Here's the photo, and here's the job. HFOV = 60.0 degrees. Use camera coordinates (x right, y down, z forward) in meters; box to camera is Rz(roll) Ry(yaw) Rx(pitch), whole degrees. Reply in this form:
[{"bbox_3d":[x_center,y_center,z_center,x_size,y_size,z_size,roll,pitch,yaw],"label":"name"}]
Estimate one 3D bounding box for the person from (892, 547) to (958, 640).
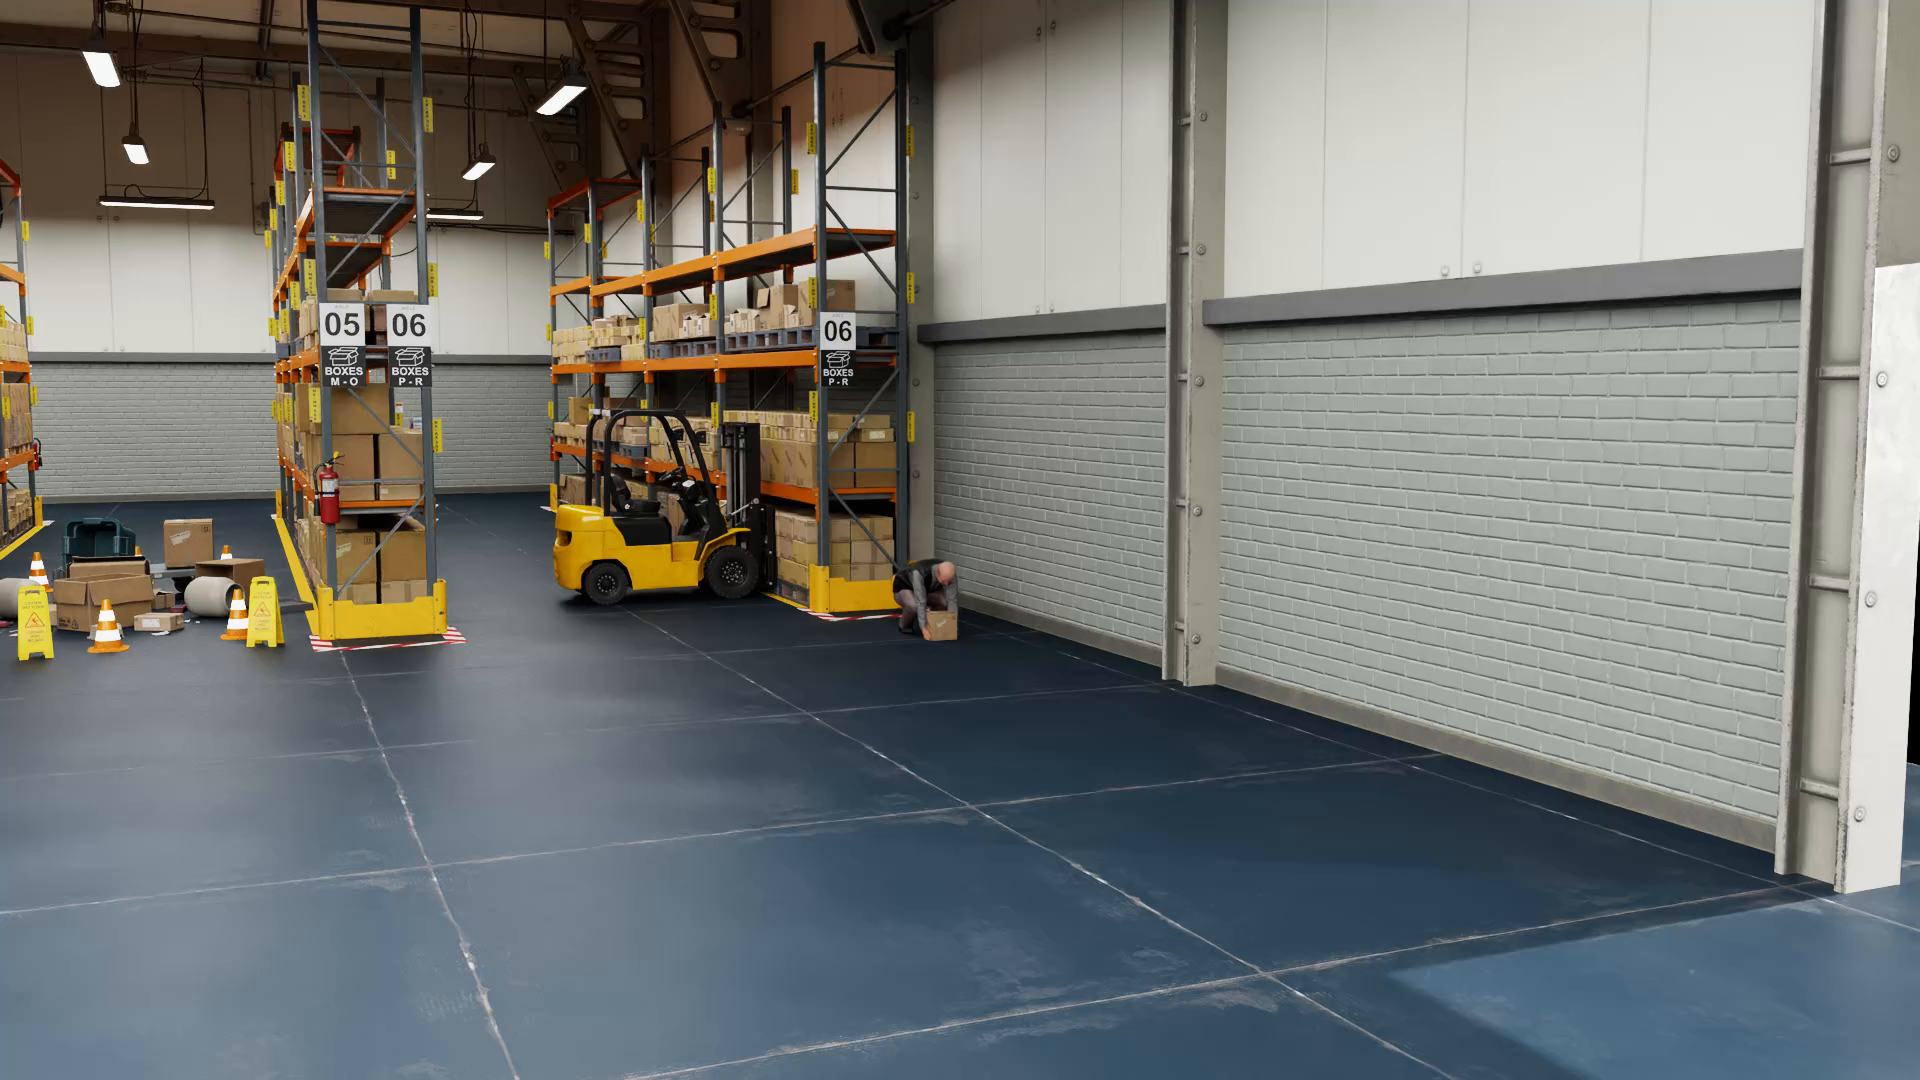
[{"bbox_3d":[-0.319,0.510,16.246,0.515,0.859,0.953,-3,6,-26],"label":"person"}]
